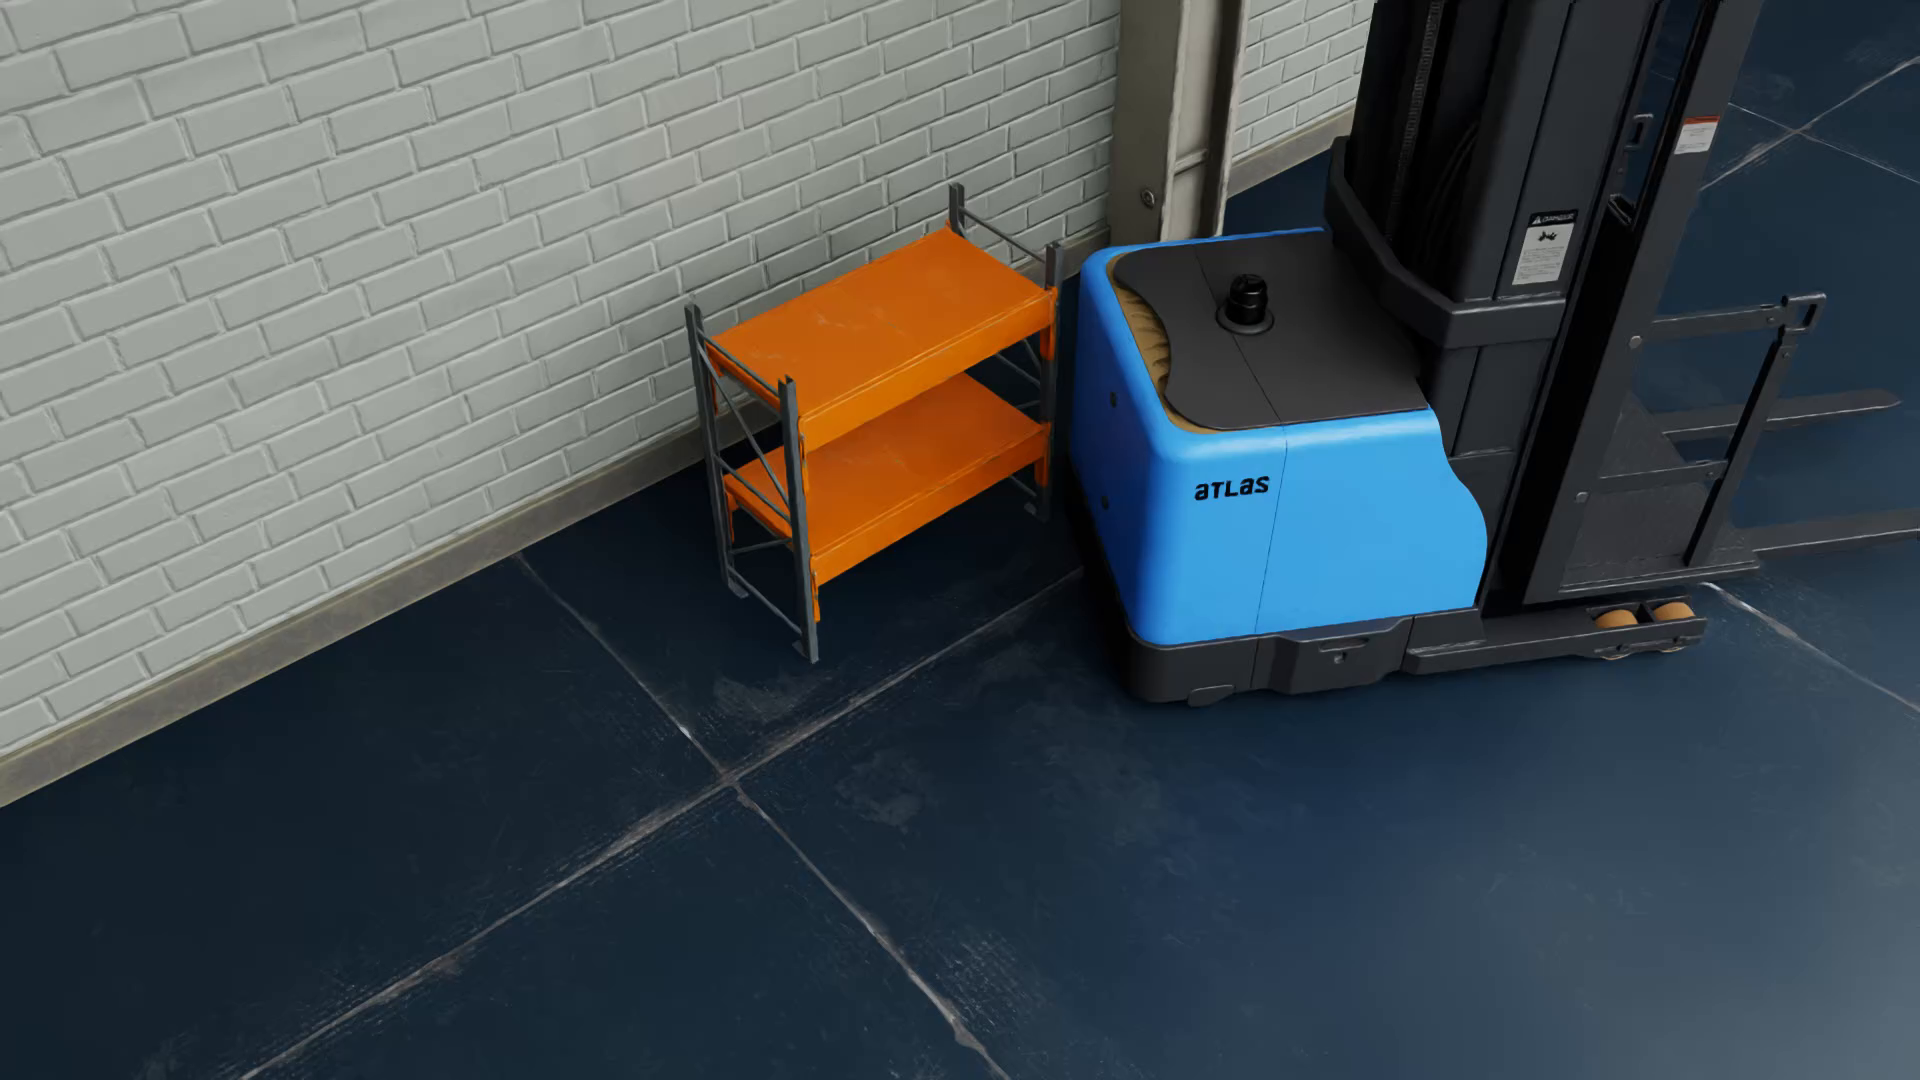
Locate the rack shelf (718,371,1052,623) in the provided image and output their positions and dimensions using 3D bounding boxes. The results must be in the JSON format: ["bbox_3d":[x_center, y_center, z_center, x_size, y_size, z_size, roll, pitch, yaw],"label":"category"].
[{"bbox_3d":[-0.243,-0.198,5.496,1.000,0.278,0.538,-31,51,-29],"label":"rack shelf"}]

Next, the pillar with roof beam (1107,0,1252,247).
[{"bbox_3d":[3.619,-2.237,1.558,0.400,9.000,9.100,-30,51,-28],"label":"pillar with roof beam"}]

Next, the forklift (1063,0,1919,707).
[{"bbox_3d":[1.924,-1.036,4.712,3.031,2.935,1.130,-7,44,-7],"label":"forklift"}]

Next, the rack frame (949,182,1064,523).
[{"bbox_3d":[0.140,-0.604,5.572,0.032,1.125,0.500,-31,51,-29],"label":"rack frame"}]

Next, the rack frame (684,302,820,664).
[{"bbox_3d":[-0.627,-0.147,5.085,0.032,1.125,0.500,-31,51,-29],"label":"rack frame"}]

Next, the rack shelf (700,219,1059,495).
[{"bbox_3d":[-0.243,-0.589,5.128,1.000,0.278,0.538,-31,51,-29],"label":"rack shelf"}]

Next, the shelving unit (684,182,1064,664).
[{"bbox_3d":[-0.243,-0.376,5.328,1.048,1.125,0.538,-31,51,-29],"label":"shelving unit"}]
